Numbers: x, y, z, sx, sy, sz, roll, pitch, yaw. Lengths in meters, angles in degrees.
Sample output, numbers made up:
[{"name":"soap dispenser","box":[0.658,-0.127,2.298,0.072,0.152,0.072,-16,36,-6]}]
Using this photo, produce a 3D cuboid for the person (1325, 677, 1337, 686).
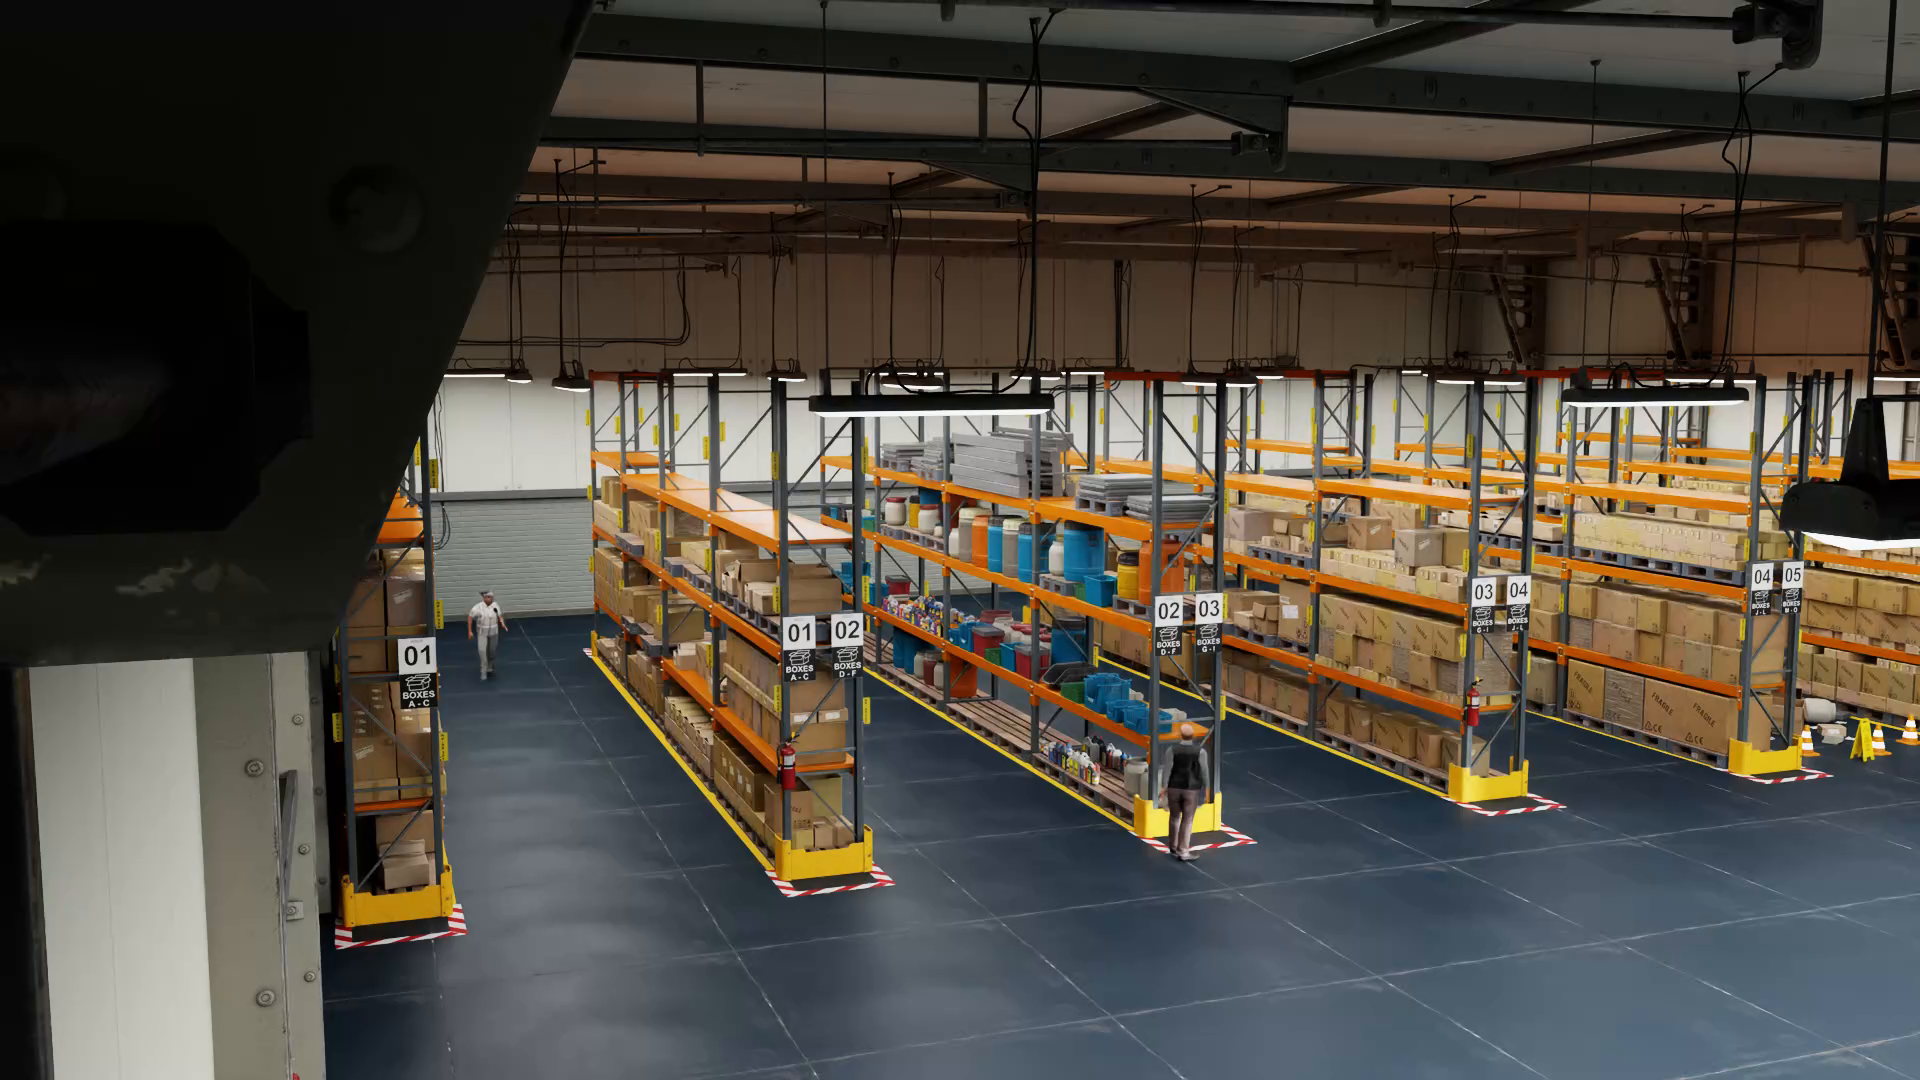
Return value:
[{"name":"person","box":[6.727,2.168,30.261,0.441,1.607,0.516,6,9,42]}]

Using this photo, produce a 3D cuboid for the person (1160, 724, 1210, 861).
[{"name":"person","box":[2.864,3.146,20.970,0.576,1.717,0.565,4,7,29]}]

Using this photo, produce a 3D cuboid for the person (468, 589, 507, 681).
[{"name":"person","box":[-9.300,1.838,32.723,0.732,1.768,0.986,-2,7,-18]}]
